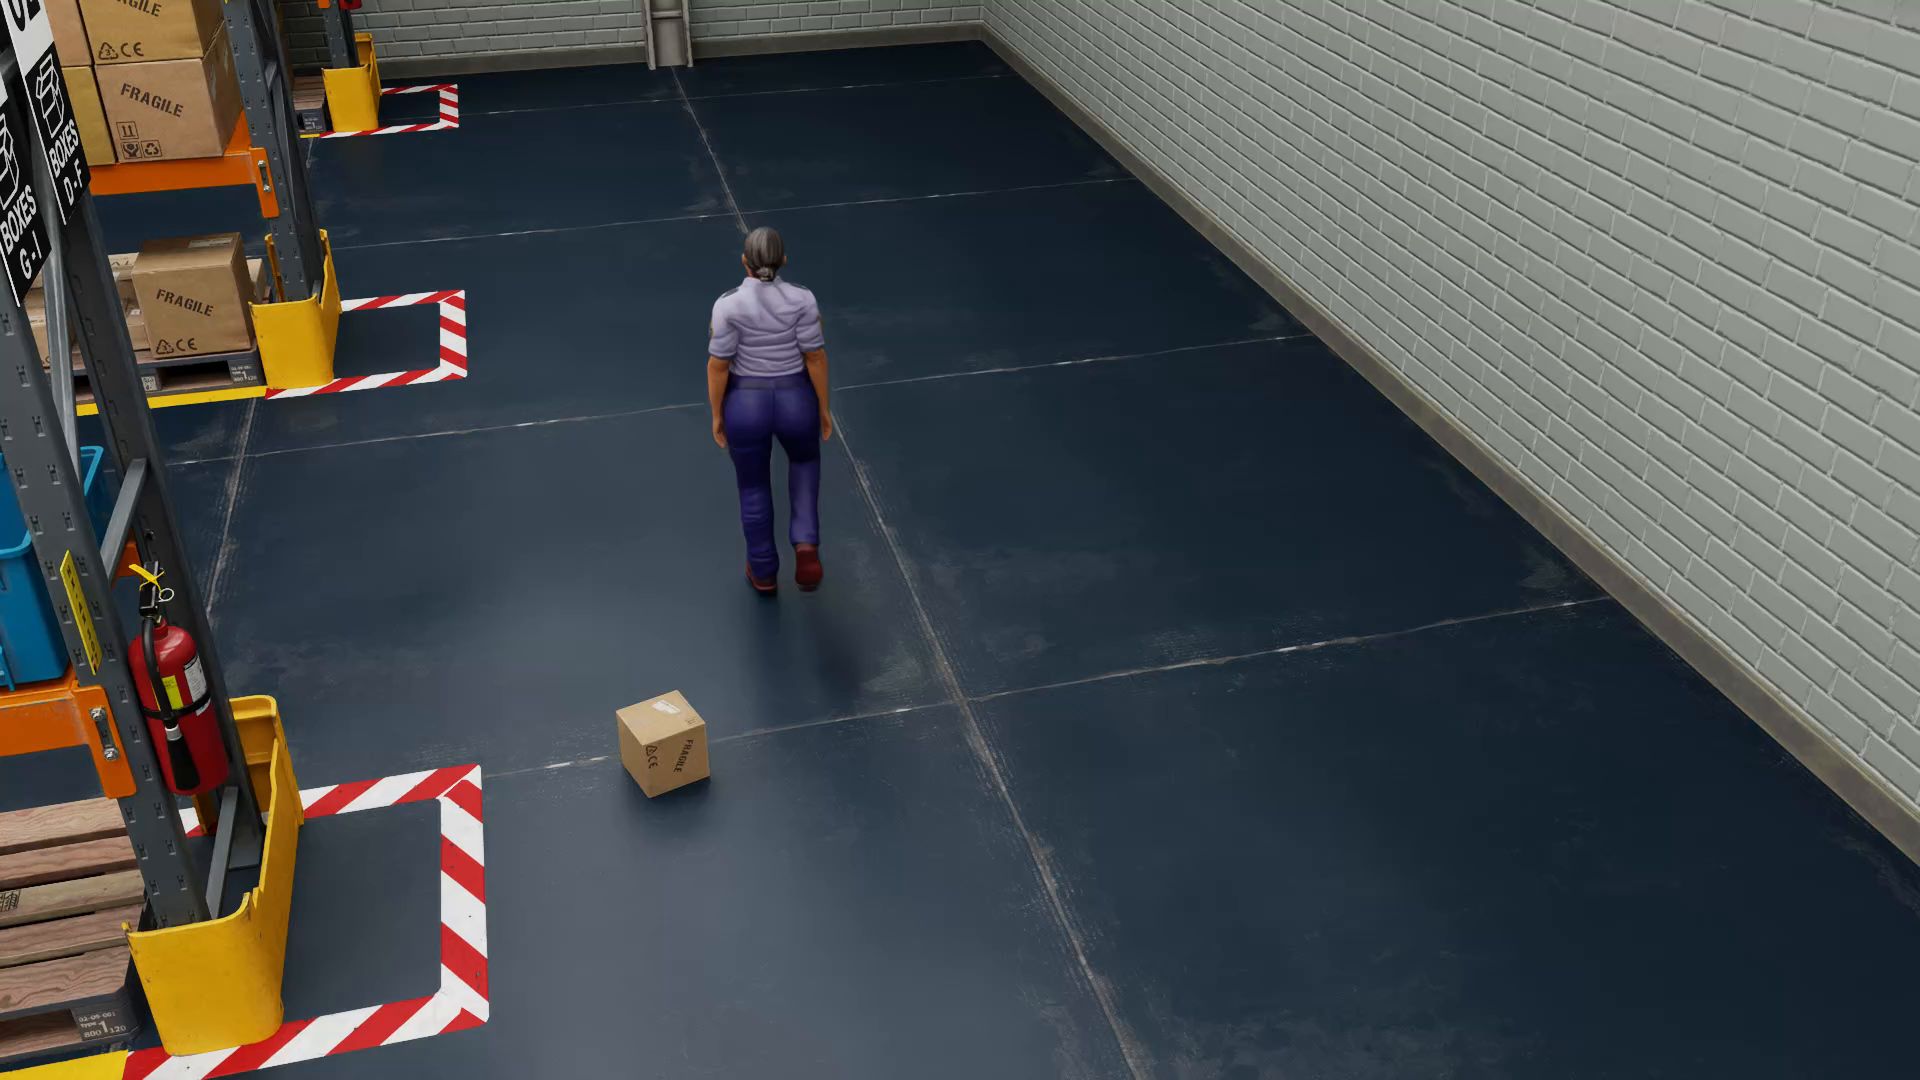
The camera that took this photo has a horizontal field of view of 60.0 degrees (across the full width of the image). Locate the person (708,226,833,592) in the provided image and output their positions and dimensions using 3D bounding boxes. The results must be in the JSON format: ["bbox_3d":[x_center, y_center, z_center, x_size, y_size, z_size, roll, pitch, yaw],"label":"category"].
[{"bbox_3d":[-0.803,-0.542,7.047,0.506,1.659,0.449,-7,31,-12],"label":"person"}]
